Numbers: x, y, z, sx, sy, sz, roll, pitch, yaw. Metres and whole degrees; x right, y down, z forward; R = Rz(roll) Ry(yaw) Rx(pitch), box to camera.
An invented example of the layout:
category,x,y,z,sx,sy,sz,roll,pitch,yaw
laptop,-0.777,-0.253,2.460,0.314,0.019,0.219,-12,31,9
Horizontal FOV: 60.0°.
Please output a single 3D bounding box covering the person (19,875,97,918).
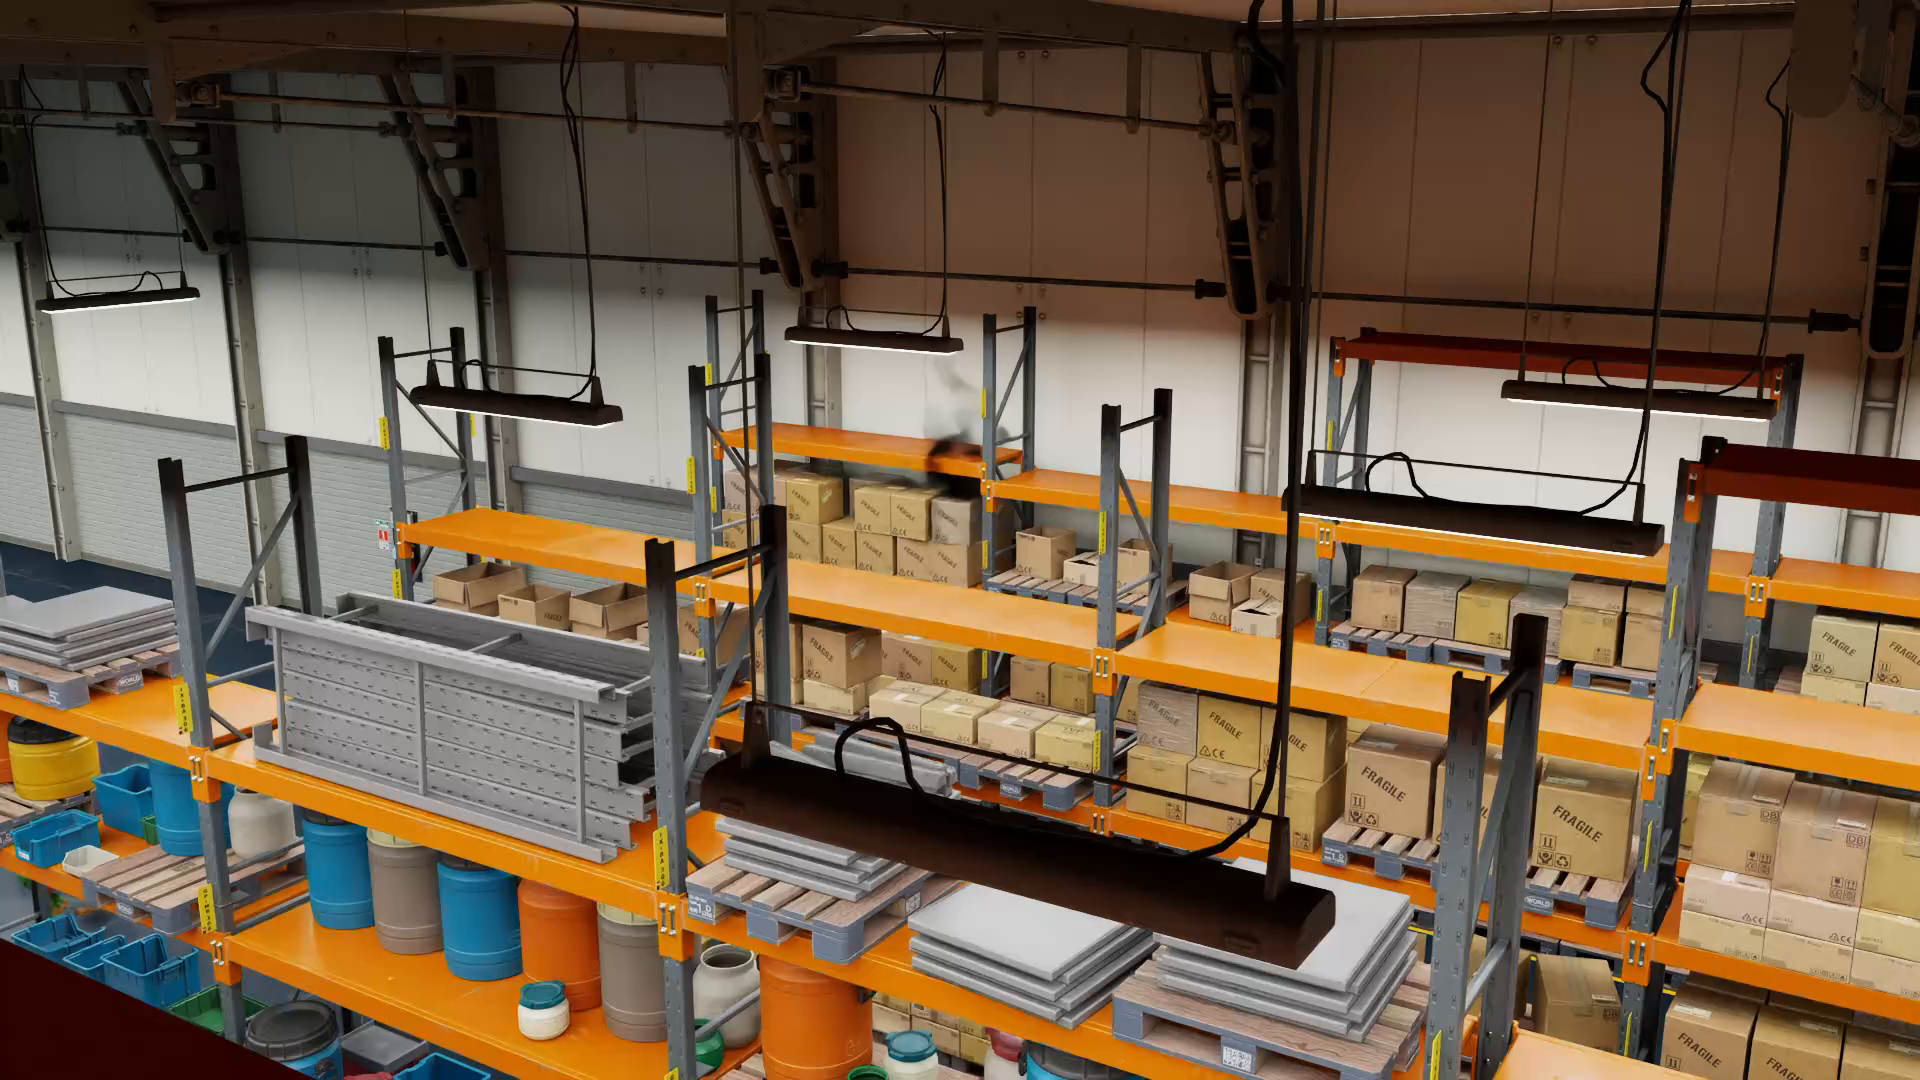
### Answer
category,x,y,z,sx,sy,sz,roll,pitch,yaw
person,-9.307,3.099,17.040,0.829,1.785,0.620,-7,16,-28
